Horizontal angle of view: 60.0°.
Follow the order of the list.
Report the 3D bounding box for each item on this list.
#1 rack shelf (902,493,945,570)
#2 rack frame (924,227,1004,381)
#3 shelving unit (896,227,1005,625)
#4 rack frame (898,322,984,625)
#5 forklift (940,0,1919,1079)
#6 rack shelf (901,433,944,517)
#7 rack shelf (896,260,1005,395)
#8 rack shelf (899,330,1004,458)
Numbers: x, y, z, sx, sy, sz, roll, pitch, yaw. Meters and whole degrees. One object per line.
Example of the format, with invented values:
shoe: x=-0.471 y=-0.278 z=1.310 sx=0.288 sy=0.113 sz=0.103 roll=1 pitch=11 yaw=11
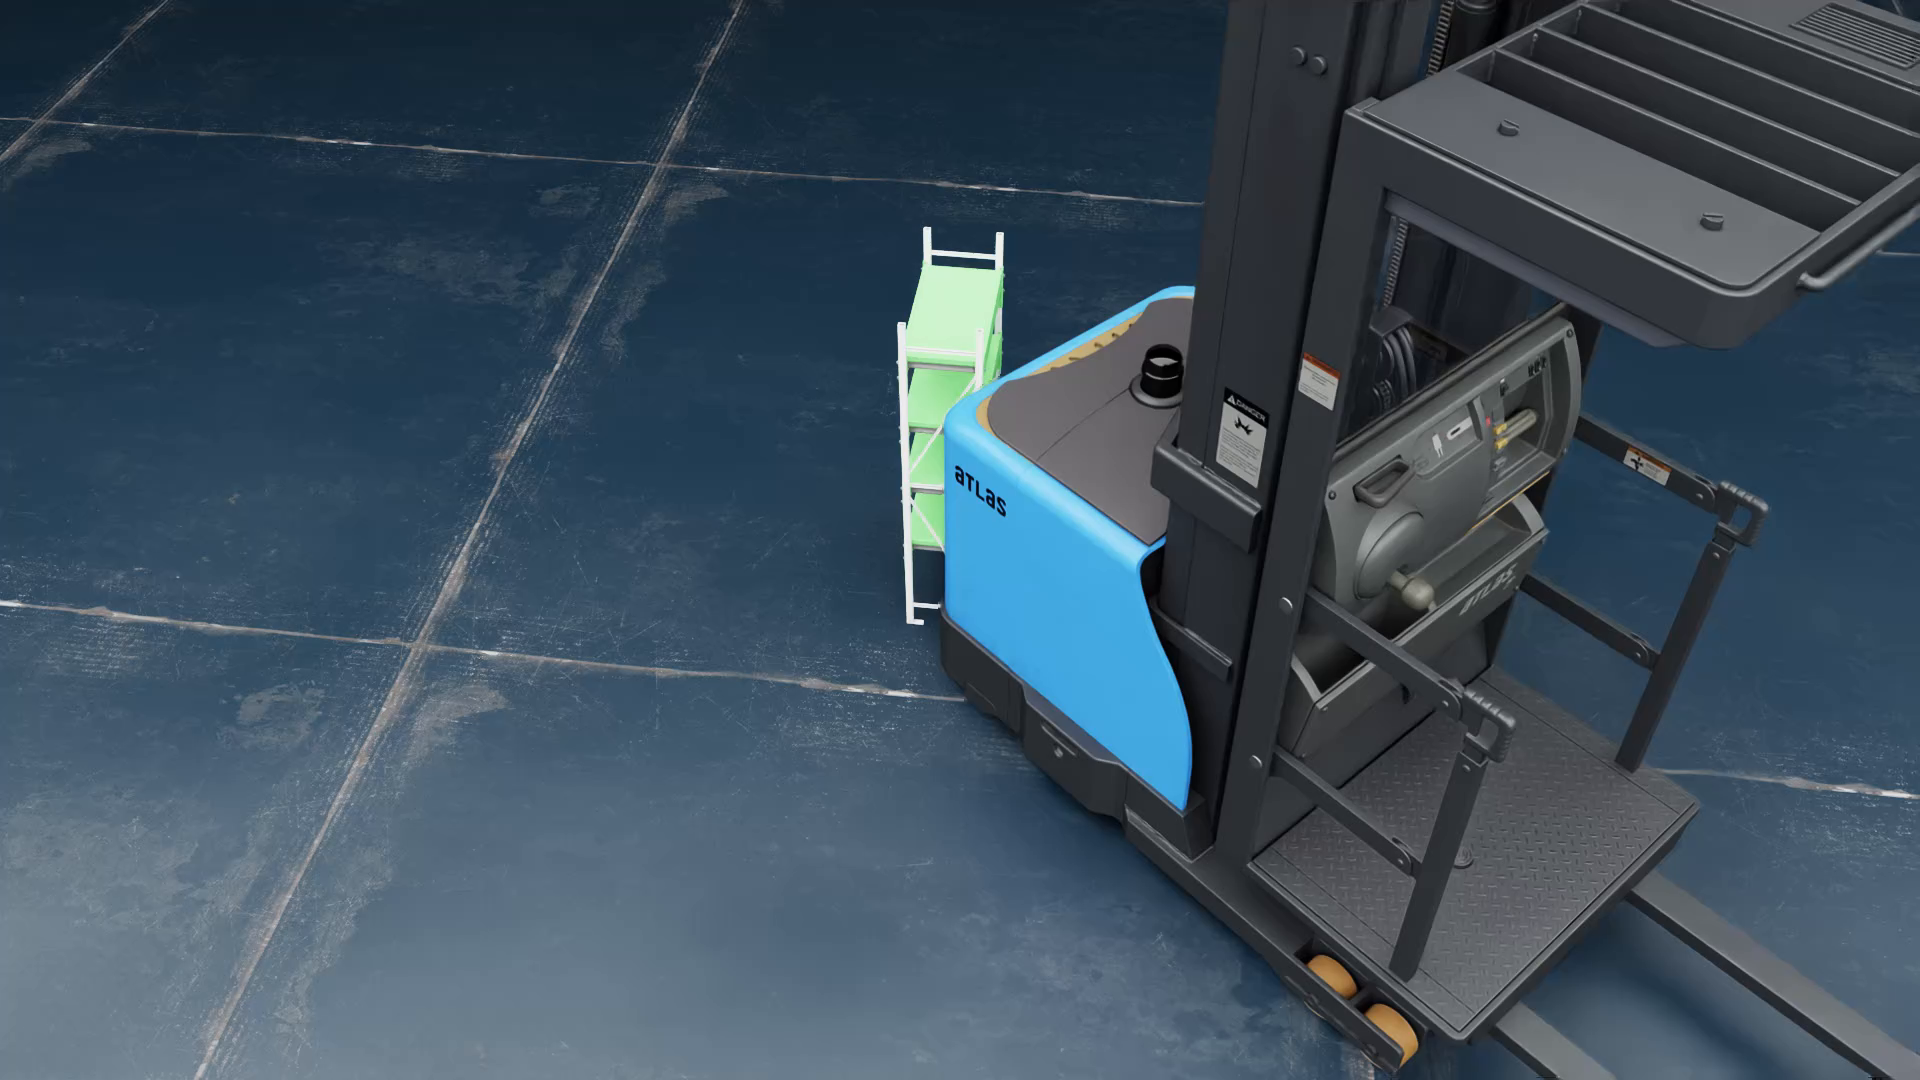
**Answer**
rack shelf: x=-0.022 y=-0.102 z=5.427 sx=0.258 sy=0.148 sz=0.480 roll=5 pitch=44 yaw=6
rack frame: x=0.010 y=-0.489 z=5.394 sx=0.240 sy=1.200 sz=0.015 roll=5 pitch=44 yaw=6
shelving unit: x=-0.022 y=-0.323 z=5.218 sx=0.258 sy=1.200 sz=0.503 roll=5 pitch=44 yaw=6
rack frame: x=-0.054 y=-0.157 z=5.043 sx=0.240 sy=1.200 sz=0.015 roll=5 pitch=44 yaw=6
forklift: x=1.286 y=-0.097 z=3.721 sx=1.130 sy=2.935 sz=3.031 roll=-31 pitch=52 yaw=-29
rack shelf: x=-0.022 y=-0.276 z=5.262 sx=0.258 sy=0.148 sz=0.480 roll=5 pitch=44 yaw=6
rack shelf: x=-0.022 y=-0.625 z=4.932 sx=0.258 sy=0.148 sz=0.480 roll=5 pitch=44 yaw=6
rack shelf: x=-0.022 y=-0.451 z=5.097 sx=0.258 sy=0.148 sz=0.480 roll=5 pitch=44 yaw=6
